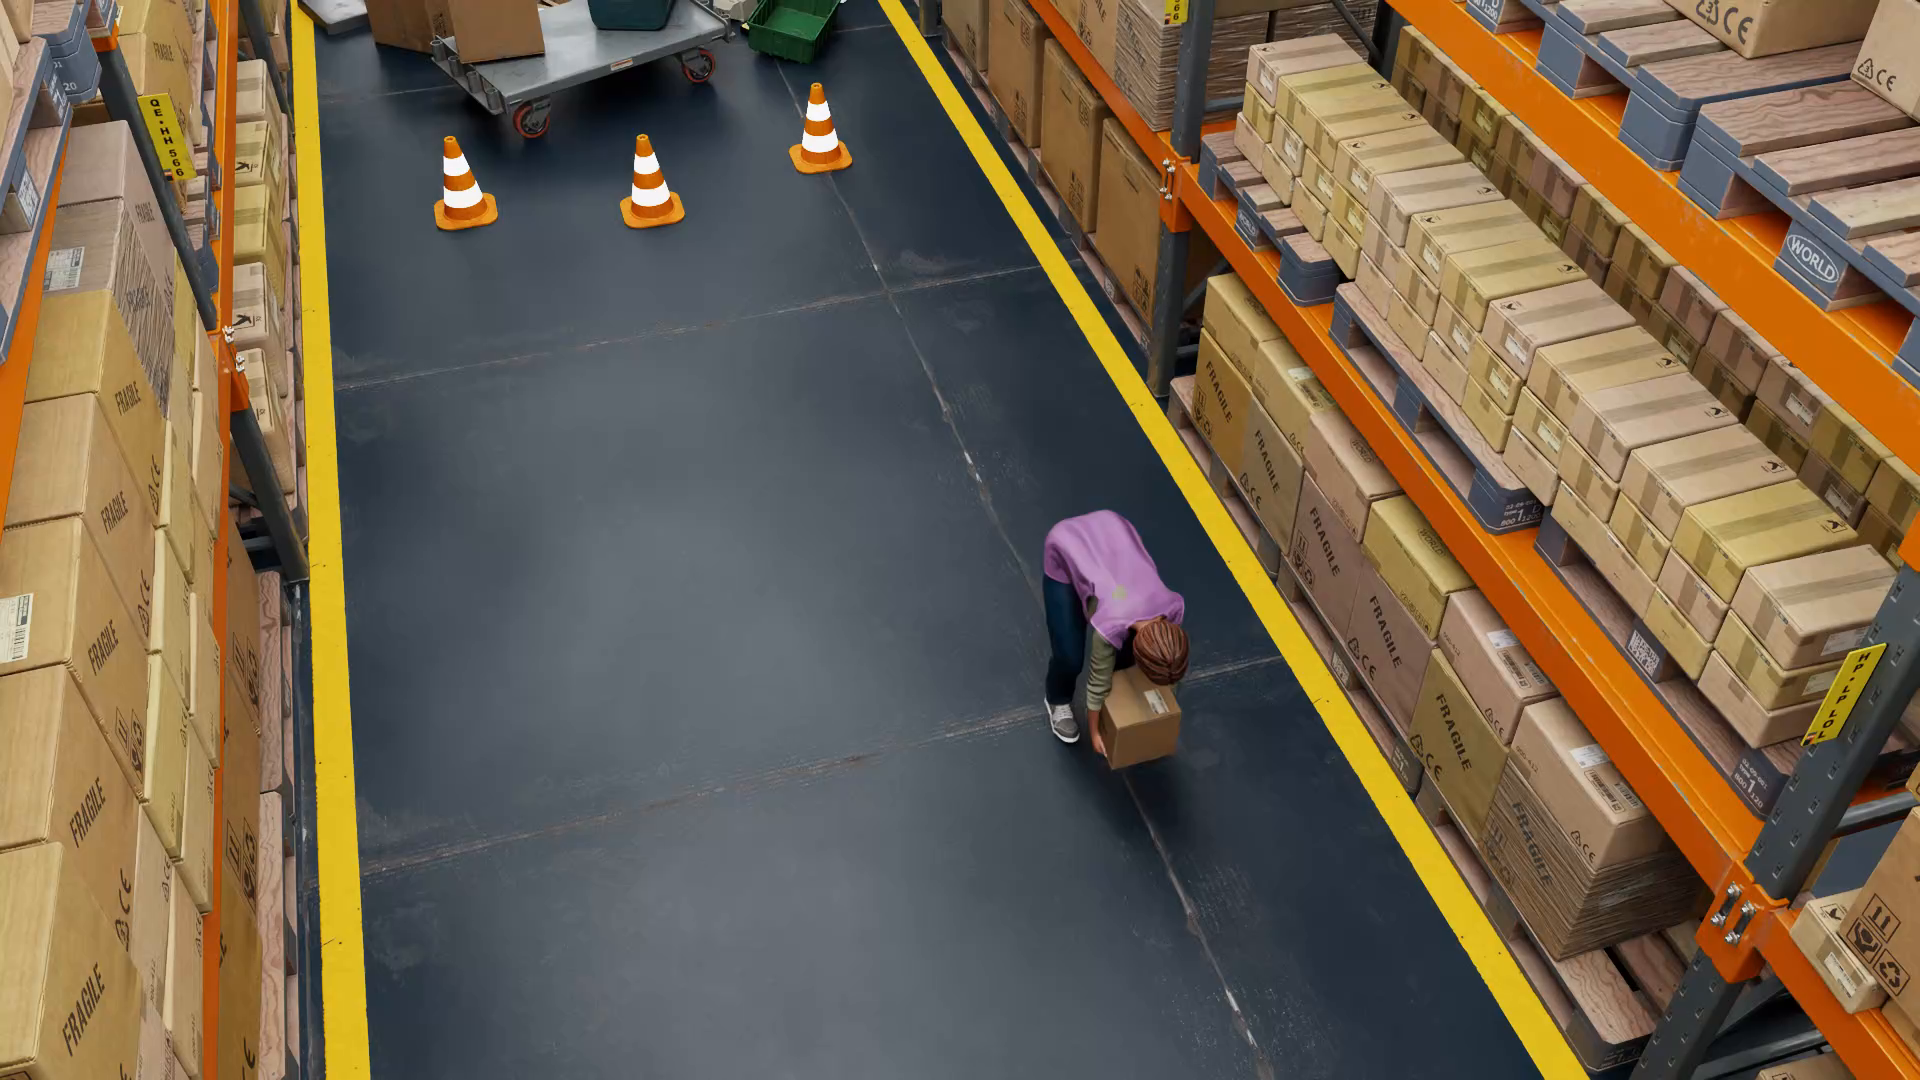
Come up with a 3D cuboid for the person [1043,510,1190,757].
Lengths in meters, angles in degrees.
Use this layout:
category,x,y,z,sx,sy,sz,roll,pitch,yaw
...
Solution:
category,x,y,z,sx,sy,sz,roll,pitch,yaw
person,0.567,0.459,6.134,0.391,0.972,0.871,-14,45,-14
